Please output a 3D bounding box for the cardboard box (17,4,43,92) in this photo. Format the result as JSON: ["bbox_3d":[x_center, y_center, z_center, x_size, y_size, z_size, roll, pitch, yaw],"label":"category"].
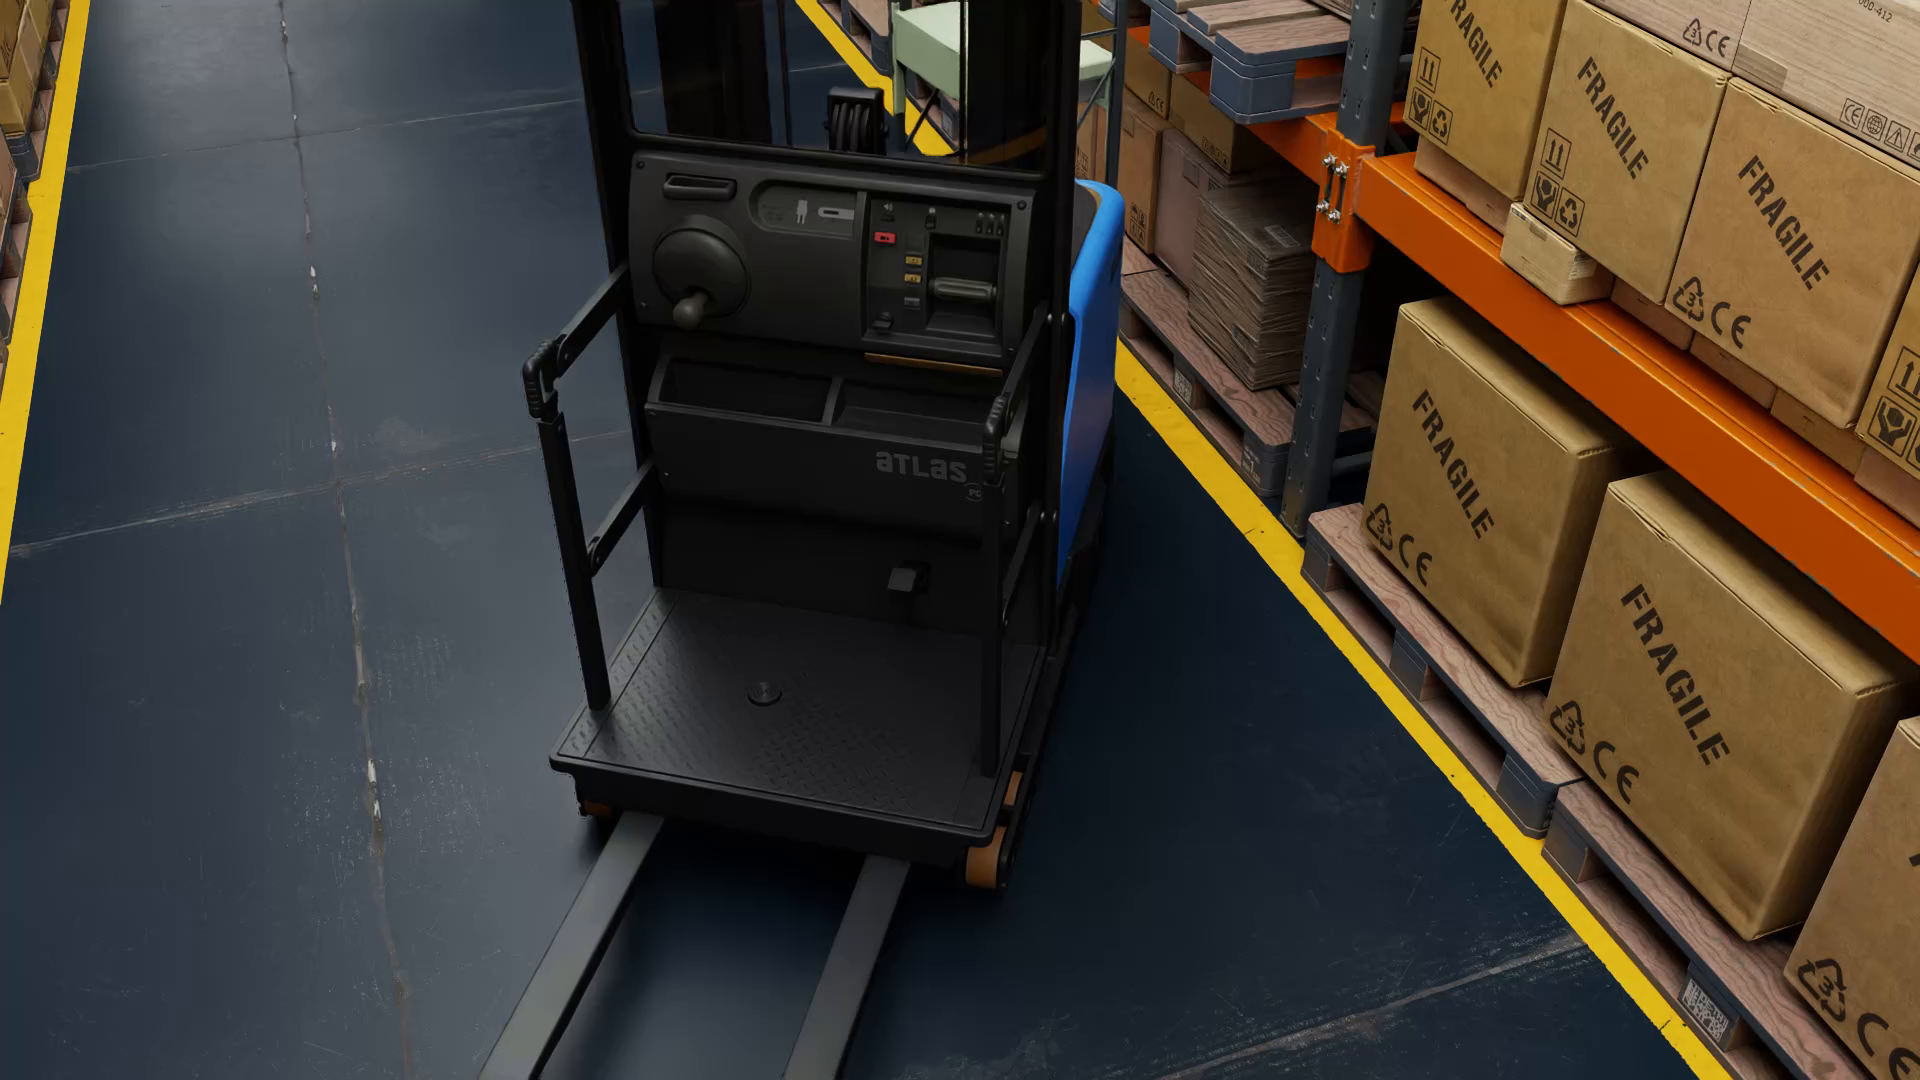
[{"bbox_3d":[-4.555,-2.241,7.669,0.500,0.250,0.500,-12,39,-16],"label":"cardboard box"}]

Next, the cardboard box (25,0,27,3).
[{"bbox_3d":[-4.723,-2.824,7.819,0.500,0.500,0.500,-12,39,-16],"label":"cardboard box"}]

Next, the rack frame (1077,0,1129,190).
[{"bbox_3d":[0.318,-0.948,5.262,0.400,1.500,0.023,-19,41,-23],"label":"rack frame"}]

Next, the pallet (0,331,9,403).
[{"bbox_3d":[-3.799,-0.351,5.541,1.003,0.211,1.213,-12,39,-16],"label":"pallet"}]

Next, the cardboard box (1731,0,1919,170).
[{"bbox_3d":[1.789,-0.903,2.985,0.500,0.250,0.500,-12,39,-16],"label":"cardboard box"}]

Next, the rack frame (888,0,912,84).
[{"bbox_3d":[0.137,-3.591,7.525,1.000,3.000,0.127,-12,39,-16],"label":"rack frame"}]

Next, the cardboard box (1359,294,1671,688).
[{"bbox_3d":[1.643,-0.198,4.458,0.750,0.750,0.750,-13,39,-17],"label":"cardboard box"}]

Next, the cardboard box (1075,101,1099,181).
[{"bbox_3d":[0.768,-1.778,6.829,0.700,0.500,0.500,-12,39,-15],"label":"cardboard box"}]

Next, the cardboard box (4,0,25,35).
[{"bbox_3d":[-4.558,-2.540,7.442,0.500,0.500,0.500,-12,39,-16],"label":"cardboard box"}]

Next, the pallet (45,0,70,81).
[{"bbox_3d":[-5.171,-2.598,8.524,1.003,0.211,1.213,-12,39,-16],"label":"pallet"}]

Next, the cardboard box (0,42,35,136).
[{"bbox_3d":[-4.388,-1.958,7.292,0.500,0.250,0.500,-12,39,-16],"label":"cardboard box"}]

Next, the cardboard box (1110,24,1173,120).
[{"bbox_3d":[0.897,-1.829,6.273,0.500,0.250,0.500,-13,39,-16],"label":"cardboard box"}]

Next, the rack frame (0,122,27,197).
[{"bbox_3d":[-4.513,-2.563,6.160,1.000,3.000,0.127,-12,39,-16],"label":"rack frame"}]

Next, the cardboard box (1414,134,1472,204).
[{"bbox_3d":[1.409,-1.005,4.284,0.380,0.149,0.250,-13,39,-17],"label":"cardboard box"}]

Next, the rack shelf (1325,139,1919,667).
[{"bbox_3d":[2.201,0.086,3.241,1.077,0.370,4.000,-12,39,-16],"label":"rack shelf"}]

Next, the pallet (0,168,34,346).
[{"bbox_3d":[-4.223,-1.042,6.457,1.003,0.211,1.213,-12,39,-16],"label":"pallet"}]

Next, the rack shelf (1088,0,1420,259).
[{"bbox_3d":[0.825,-2.174,6.241,1.077,0.370,4.000,-12,39,-16],"label":"rack shelf"}]

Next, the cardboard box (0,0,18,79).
[{"bbox_3d":[-4.379,-2.259,7.069,0.500,0.500,0.500,-12,39,-16],"label":"cardboard box"}]

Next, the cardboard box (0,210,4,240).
[{"bbox_3d":[-3.926,-1.173,6.250,0.500,0.250,0.500,-13,39,-17],"label":"cardboard box"}]

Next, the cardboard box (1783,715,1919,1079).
[{"bbox_3d":[2.235,0.777,3.163,0.750,0.750,0.750,-11,38,-15],"label":"cardboard box"}]

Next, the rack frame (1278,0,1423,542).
[{"bbox_3d":[1.513,-1.332,4.525,1.000,3.000,0.127,-12,39,-16],"label":"rack frame"}]

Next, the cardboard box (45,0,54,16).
[{"bbox_3d":[-4.900,-2.806,8.418,0.500,0.250,0.500,-12,39,-16],"label":"cardboard box"}]

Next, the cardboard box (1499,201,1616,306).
[{"bbox_3d":[1.500,-0.693,3.870,0.380,0.149,0.250,-11,38,-15],"label":"cardboard box"}]

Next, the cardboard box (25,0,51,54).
[{"bbox_3d":[-4.723,-2.525,8.045,0.500,0.250,0.500,-12,39,-16],"label":"cardboard box"}]

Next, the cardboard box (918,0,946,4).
[{"bbox_3d":[-0.076,-2.931,8.638,0.380,0.166,0.250,-18,40,-22],"label":"cardboard box"}]

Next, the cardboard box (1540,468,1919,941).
[{"bbox_3d":[1.939,0.298,3.799,0.750,0.750,0.750,-13,39,-16],"label":"cardboard box"}]

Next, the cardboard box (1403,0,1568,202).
[{"bbox_3d":[1.440,-1.171,3.964,0.500,0.500,0.500,-11,38,-15],"label":"cardboard box"}]

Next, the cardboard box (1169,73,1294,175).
[{"bbox_3d":[1.079,-1.539,5.889,0.500,0.250,0.500,-12,39,-15],"label":"cardboard box"}]

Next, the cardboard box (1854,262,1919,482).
[{"bbox_3d":[1.968,-0.300,2.808,0.500,0.500,0.500,-11,38,-15],"label":"cardboard box"}]

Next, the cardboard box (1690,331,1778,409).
[{"bbox_3d":[1.799,-0.432,3.523,0.380,0.149,0.250,-12,39,-15],"label":"cardboard box"}]

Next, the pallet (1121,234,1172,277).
[{"bbox_3d":[0.830,-1.348,6.864,1.003,0.211,1.213,-12,39,-16],"label":"pallet"}]

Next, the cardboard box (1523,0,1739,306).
[{"bbox_3d":[1.612,-0.873,3.569,0.500,0.500,0.500,-11,38,-14],"label":"cardboard box"}]

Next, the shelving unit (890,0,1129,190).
[{"bbox_3d":[0.137,-1.140,5.516,0.431,1.500,0.755,-19,41,-23],"label":"shelving unit"}]

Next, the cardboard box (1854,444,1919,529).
[{"bbox_3d":[1.947,-0.141,3.136,0.380,0.149,0.250,-12,39,-16],"label":"cardboard box"}]

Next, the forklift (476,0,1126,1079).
[{"bbox_3d":[-0.349,-0.565,3.564,1.130,2.935,3.031,8,38,11],"label":"forklift"}]

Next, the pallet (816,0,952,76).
[{"bbox_3d":[-0.128,-2.849,8.858,1.003,0.211,1.213,-12,39,-16],"label":"pallet"}]

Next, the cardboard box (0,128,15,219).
[{"bbox_3d":[-4.098,-1.459,6.630,0.500,0.250,0.500,-13,39,-16],"label":"cardboard box"}]

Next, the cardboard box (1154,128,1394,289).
[{"bbox_3d":[1.148,-1.220,6.088,0.700,0.500,0.500,-13,39,-16],"label":"cardboard box"}]

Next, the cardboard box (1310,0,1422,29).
[{"bbox_3d":[1.342,-1.811,4.712,0.700,0.500,0.500,-17,40,-21],"label":"cardboard box"}]

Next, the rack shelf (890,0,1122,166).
[{"bbox_3d":[0.137,-1.451,5.282,0.431,0.370,0.720,-19,41,-23],"label":"rack shelf"}]

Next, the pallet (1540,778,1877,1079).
[{"bbox_3d":[2.130,0.931,3.838,1.003,0.211,1.213,-12,39,-16],"label":"pallet"}]

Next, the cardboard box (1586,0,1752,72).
[{"bbox_3d":[1.613,-1.185,3.359,0.500,0.250,0.500,-13,39,-17],"label":"cardboard box"}]

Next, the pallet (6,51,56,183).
[{"bbox_3d":[-4.747,-1.908,7.607,1.003,0.211,1.213,-12,39,-16],"label":"pallet"}]

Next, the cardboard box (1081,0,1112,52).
[{"bbox_3d":[0.743,-2.114,6.653,0.500,0.250,0.500,-14,39,-17],"label":"cardboard box"}]

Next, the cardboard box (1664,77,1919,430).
[{"bbox_3d":[1.781,-0.593,3.197,0.500,0.500,0.500,-13,39,-16],"label":"cardboard box"}]

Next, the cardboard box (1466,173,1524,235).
[{"bbox_3d":[1.488,-0.861,4.092,0.380,0.149,0.250,-12,39,-15],"label":"cardboard box"}]

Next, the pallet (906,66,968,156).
[{"bbox_3d":[0.406,-2.038,7.780,1.003,0.211,1.213,-12,39,-16],"label":"pallet"}]

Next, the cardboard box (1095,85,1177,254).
[{"bbox_3d":[0.951,-1.495,6.453,0.700,0.500,0.500,-13,39,-16],"label":"cardboard box"}]

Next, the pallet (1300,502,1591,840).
[{"bbox_3d":[1.714,0.243,4.752,1.003,0.211,1.213,-12,39,-16],"label":"pallet"}]

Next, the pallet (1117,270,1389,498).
[{"bbox_3d":[1.246,-0.660,5.950,1.003,0.211,1.213,-12,39,-16],"label":"pallet"}]

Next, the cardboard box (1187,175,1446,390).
[{"bbox_3d":[1.216,-0.905,5.670,0.700,0.500,0.500,-12,39,-15],"label":"cardboard box"}]

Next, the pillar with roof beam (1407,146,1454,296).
[{"bbox_3d":[-2.164,-3.750,2.749,9.100,9.000,0.400,-12,39,-16],"label":"pillar with roof beam"}]

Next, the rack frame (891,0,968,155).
[{"bbox_3d":[-0.044,-1.331,5.771,0.400,1.500,0.023,-19,41,-23],"label":"rack frame"}]

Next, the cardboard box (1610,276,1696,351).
[{"bbox_3d":[1.702,-0.577,3.715,0.380,0.149,0.250,-13,39,-16],"label":"cardboard box"}]

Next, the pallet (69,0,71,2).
[{"bbox_3d":[-5.587,-3.286,9.437,1.003,0.211,1.213,-12,39,-16],"label":"pallet"}]

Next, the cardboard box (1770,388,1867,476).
[{"bbox_3d":[1.878,-0.284,3.326,0.380,0.149,0.250,-12,39,-15],"label":"cardboard box"}]

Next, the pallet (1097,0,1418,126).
[{"bbox_3d":[1.168,-1.635,5.088,1.213,0.211,1.003,-12,39,-16],"label":"pallet"}]
